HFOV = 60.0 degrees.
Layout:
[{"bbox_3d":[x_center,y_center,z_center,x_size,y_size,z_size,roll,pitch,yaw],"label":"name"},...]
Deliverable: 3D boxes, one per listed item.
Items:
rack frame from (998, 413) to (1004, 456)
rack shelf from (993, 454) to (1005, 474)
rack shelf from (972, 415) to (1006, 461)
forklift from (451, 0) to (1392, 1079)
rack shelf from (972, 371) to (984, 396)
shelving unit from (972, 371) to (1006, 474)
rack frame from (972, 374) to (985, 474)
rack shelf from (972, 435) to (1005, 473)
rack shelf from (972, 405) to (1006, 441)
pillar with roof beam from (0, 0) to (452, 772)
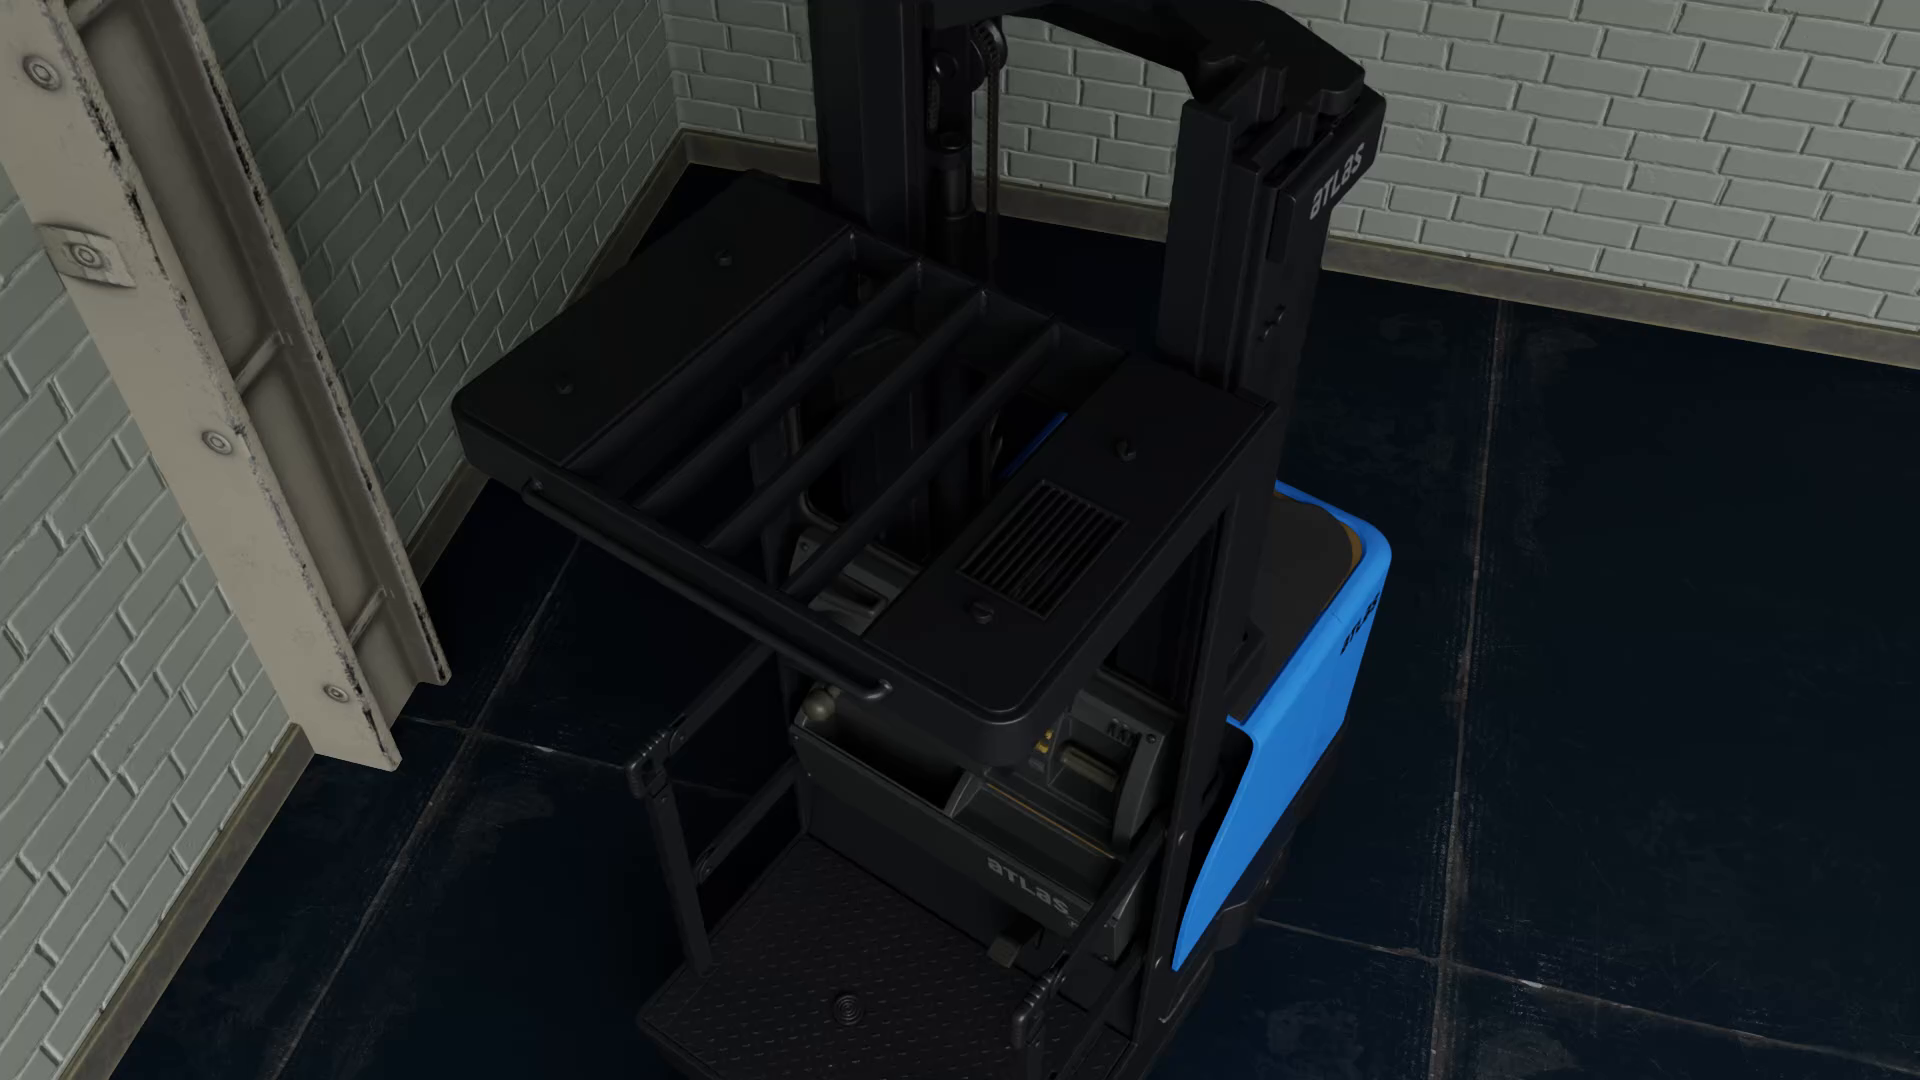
[{"bbox_3d":[0.025,-0.365,5.472,0.240,0.900,0.006,12,50,10],"label":"rack frame"},{"bbox_3d":[-0.002,-0.210,5.500,0.258,0.077,0.200,12,50,10],"label":"rack shelf"},{"bbox_3d":[-0.002,-0.329,5.365,0.258,0.077,0.200,12,50,10],"label":"rack shelf"},{"bbox_3d":[-0.114,0.421,3.424,1.130,2.935,3.031,28,54,22],"label":"forklift"},{"bbox_3d":[-0.002,-0.449,5.230,0.258,0.077,0.200,12,50,10],"label":"rack shelf"},{"bbox_3d":[-0.002,-0.292,5.407,0.258,0.900,0.210,12,50,10],"label":"shelving unit"},{"bbox_3d":[-0.029,-0.218,5.343,0.240,0.900,0.006,12,50,10],"label":"rack frame"},{"bbox_3d":[-0.002,-0.270,5.432,0.258,0.077,0.200,12,50,10],"label":"rack shelf"},{"bbox_3d":[-0.002,-0.389,5.297,0.258,0.077,0.200,12,50,10],"label":"rack shelf"},{"bbox_3d":[2.315,-1.588,1.149,9.100,9.000,0.400,12,50,10],"label":"pillar with roof beam"}]
